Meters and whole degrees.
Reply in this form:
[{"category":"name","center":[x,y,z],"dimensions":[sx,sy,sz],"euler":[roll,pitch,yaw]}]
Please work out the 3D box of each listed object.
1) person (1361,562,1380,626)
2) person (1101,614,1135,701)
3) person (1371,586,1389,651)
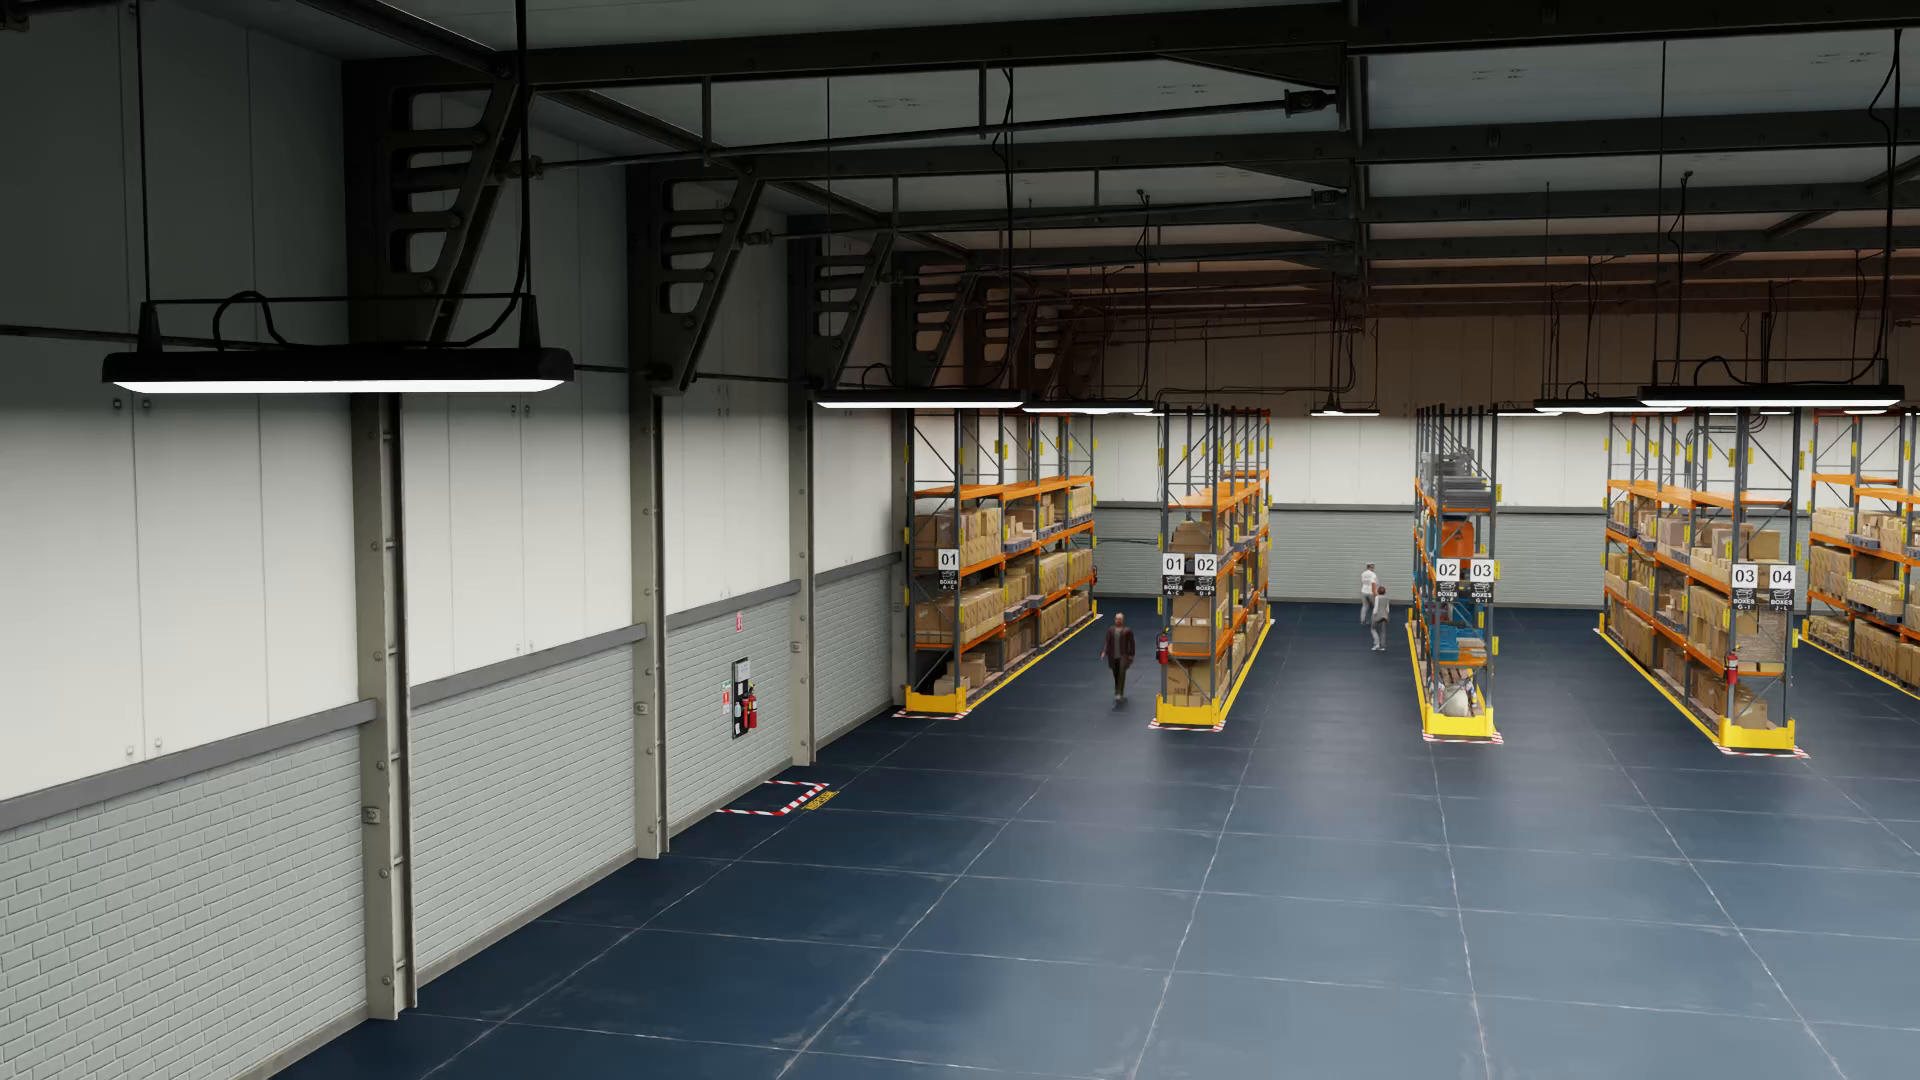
[{"category":"person","center":[11.397,1.515,46.094],"dimensions":[0.642,1.807,0.549],"euler":[-3,5,-32]},{"category":"person","center":[3.226,2.367,33.951],"dimensions":[0.661,1.711,1.141],"euler":[1,4,17]},{"category":"person","center":[10.401,1.992,41.098],"dimensions":[0.445,1.517,0.356],"euler":[-1,4,-18]}]
